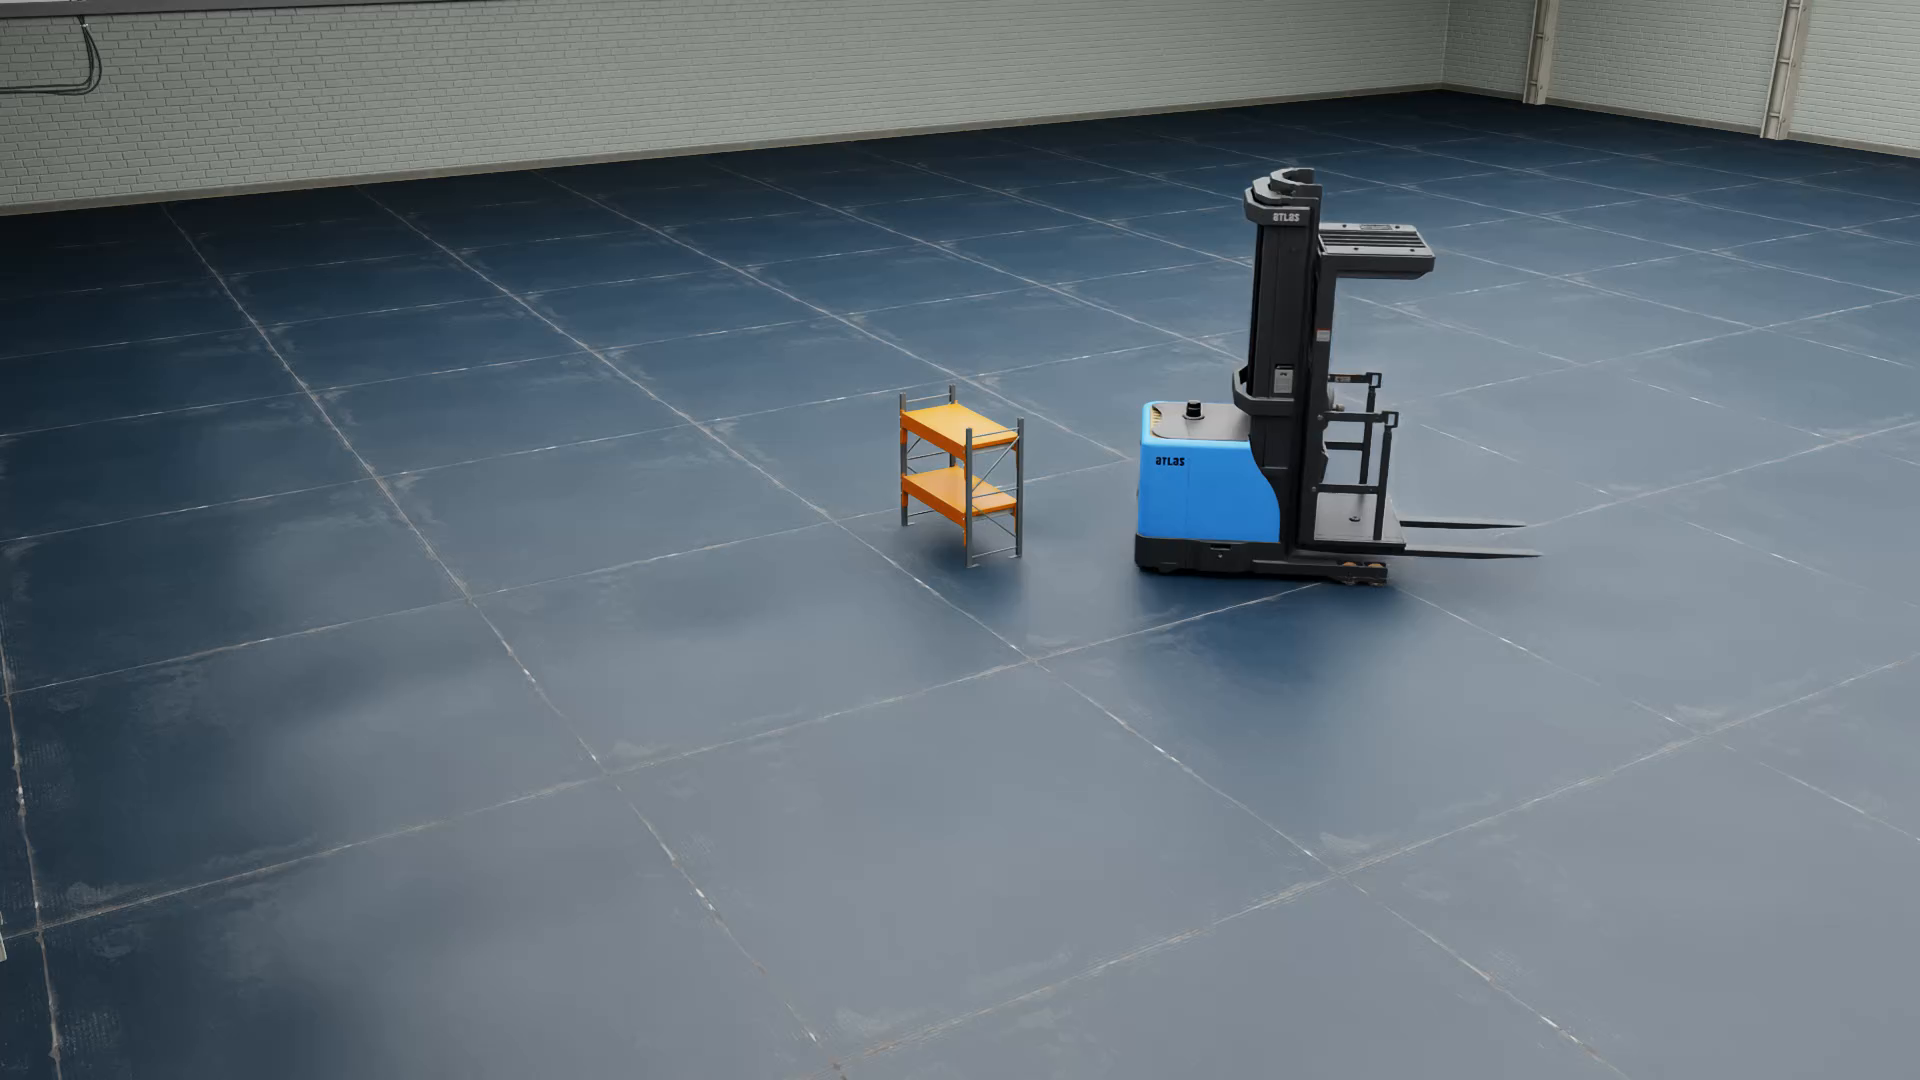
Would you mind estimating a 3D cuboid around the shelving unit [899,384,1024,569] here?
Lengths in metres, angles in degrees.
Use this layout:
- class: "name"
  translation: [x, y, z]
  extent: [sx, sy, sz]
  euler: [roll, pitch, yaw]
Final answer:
- class: "shelving unit"
  translation: [0.003, -0.519, 13.061]
  extent: [0.538, 1.125, 1.048]
  euler: [-13, 25, -28]

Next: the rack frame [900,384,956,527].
- class: "rack frame"
  translation: [-0.256, -0.683, 13.466]
  extent: [0.500, 1.125, 0.032]
  euler: [-13, 25, -28]

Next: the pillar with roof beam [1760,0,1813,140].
- class: "pillar with roof beam"
  translation: [12.318, -11.251, 29.008]
  extent: [9.100, 9.000, 0.400]
  euler: [-13, 25, -28]

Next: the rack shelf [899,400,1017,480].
- class: "rack shelf"
  translation: [0.003, -0.790, 12.951]
  extent: [0.538, 0.278, 1.000]
  euler: [-13, 25, -28]

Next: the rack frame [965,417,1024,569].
- class: "rack frame"
  translation: [0.263, -0.354, 12.657]
  extent: [0.500, 1.125, 0.032]
  euler: [-13, 25, -28]

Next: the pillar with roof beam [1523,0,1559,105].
- class: "pillar with roof beam"
  translation: [9.253, -13.193, 33.787]
  extent: [9.100, 9.000, 0.400]
  euler: [-13, 25, -28]

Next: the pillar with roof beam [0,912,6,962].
- class: "pillar with roof beam"
  translation: [-1.231, -2.964, 8.619]
  extent: [9.100, 9.000, 0.400]
  euler: [-13, 25, -28]

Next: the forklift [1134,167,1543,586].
- class: "forklift"
  translation: [2.884, -1.225, 12.400]
  extent: [3.031, 2.935, 1.130]
  euler: [2, 22, 6]

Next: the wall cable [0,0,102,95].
- class: "wall cable"
  translation: [-14.495, -7.732, 24.474]
  extent: [3.097, 2.526, 0.112]
  euler: [-13, 25, -28]

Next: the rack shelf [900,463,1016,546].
- class: "rack shelf"
  translation: [0.003, -0.292, 13.154]
  extent: [0.538, 0.278, 1.000]
  euler: [-13, 25, -28]
